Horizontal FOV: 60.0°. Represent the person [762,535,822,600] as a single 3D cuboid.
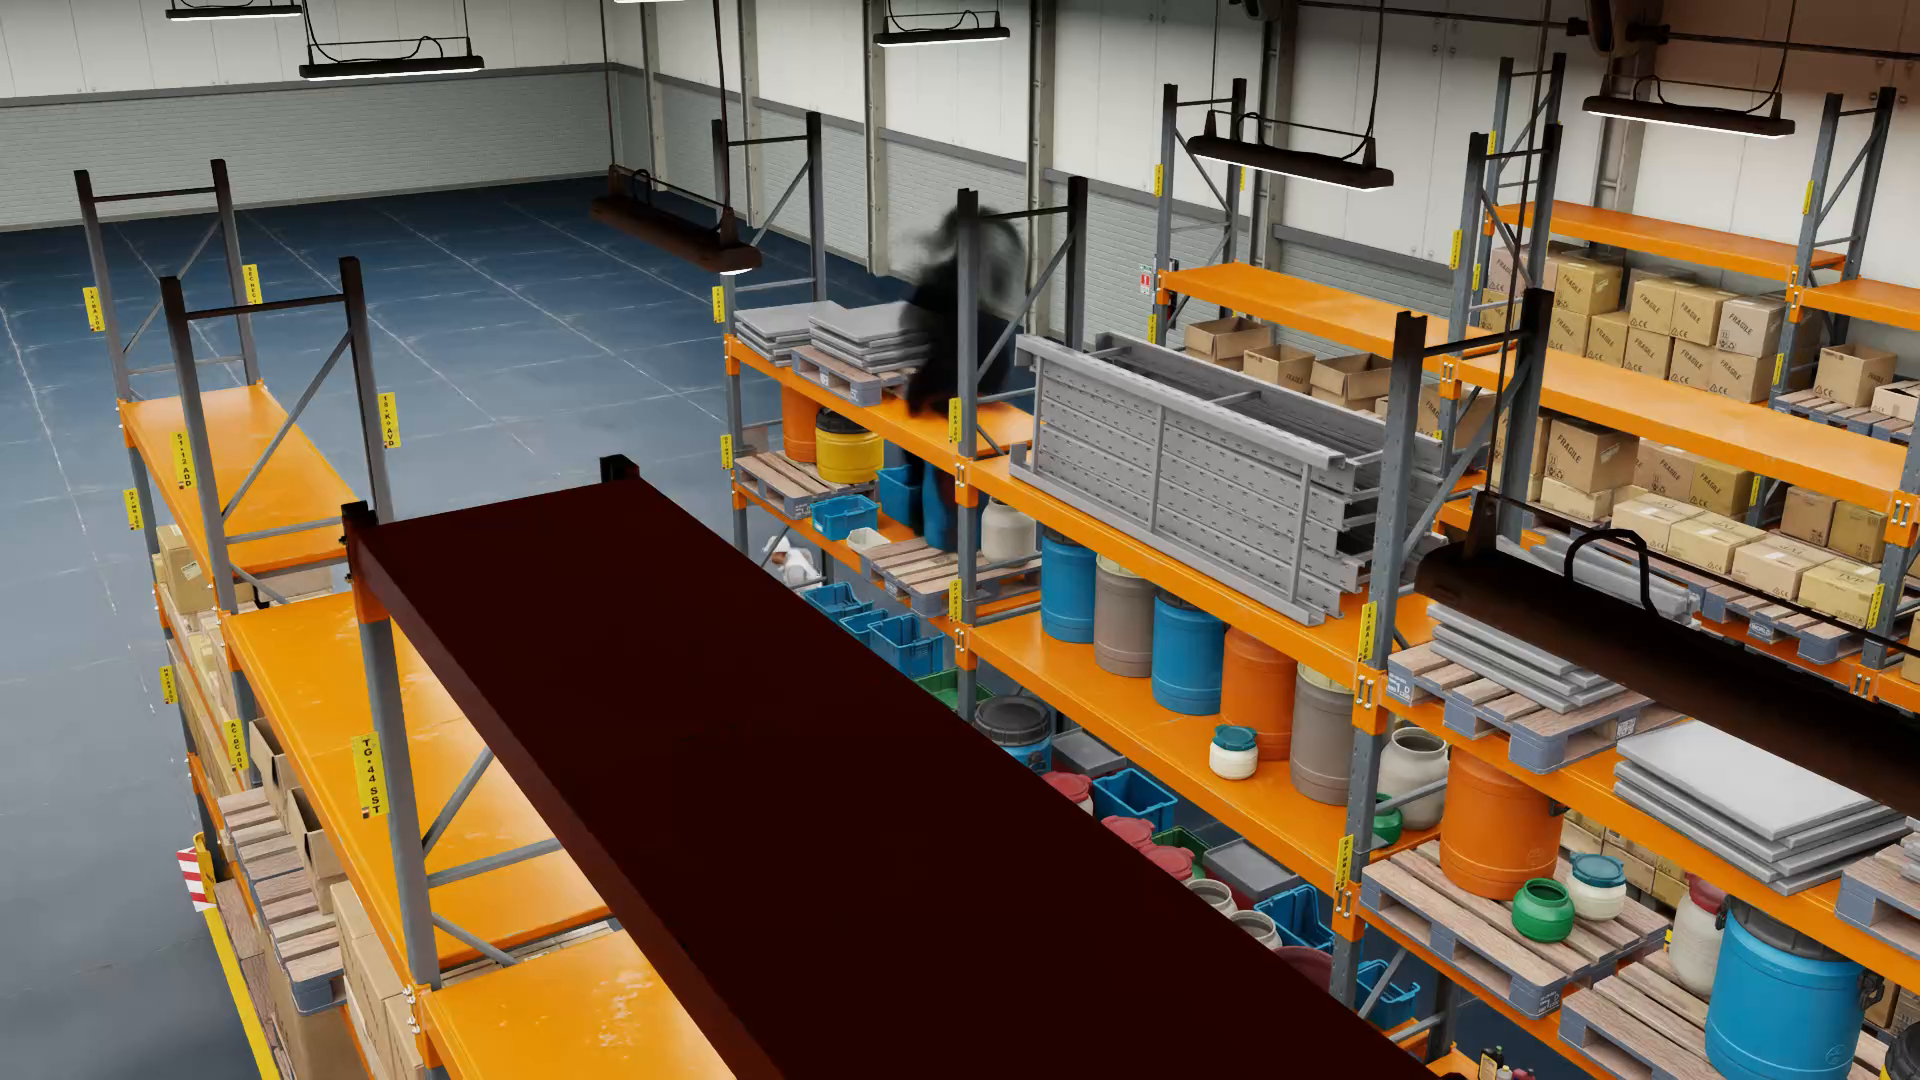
[{"bbox_3d":[-1.657,0.664,17.599,0.852,1.598,0.684,-5,22,-11],"label":"person"}]
